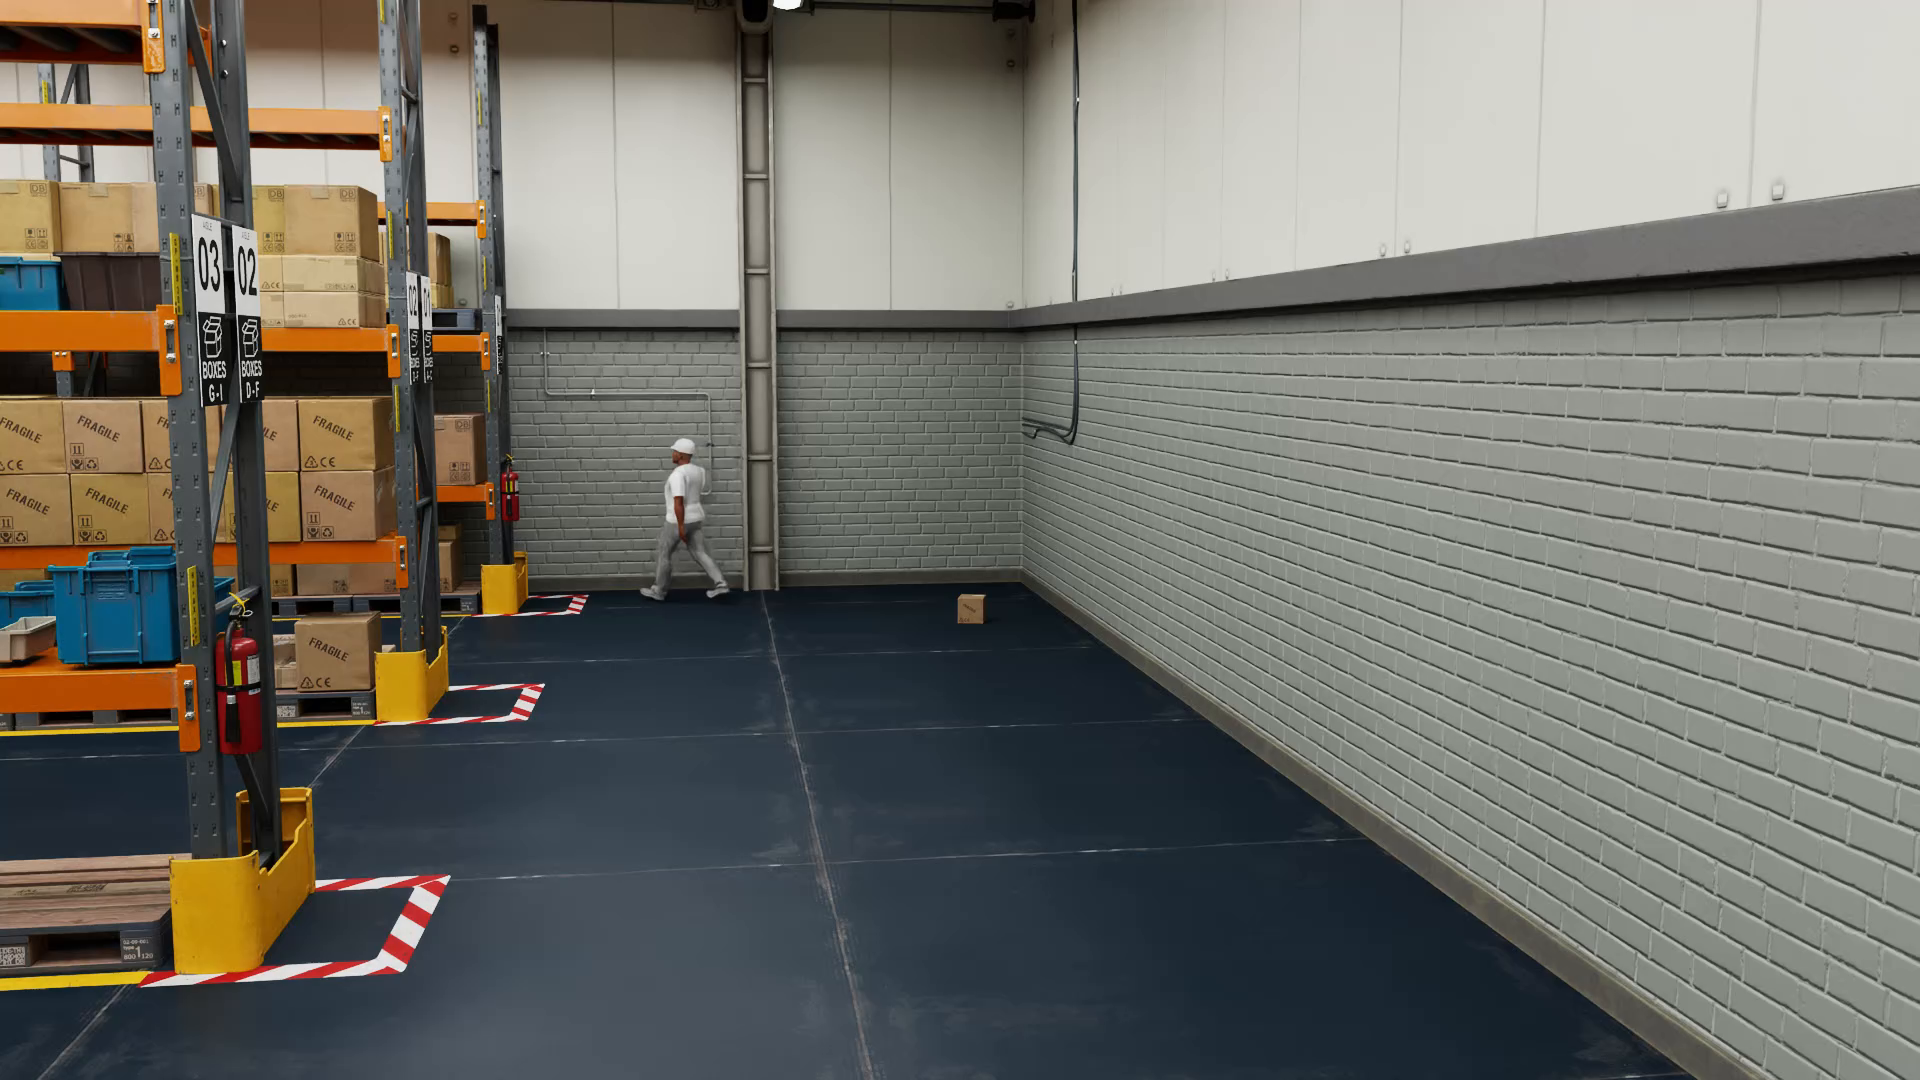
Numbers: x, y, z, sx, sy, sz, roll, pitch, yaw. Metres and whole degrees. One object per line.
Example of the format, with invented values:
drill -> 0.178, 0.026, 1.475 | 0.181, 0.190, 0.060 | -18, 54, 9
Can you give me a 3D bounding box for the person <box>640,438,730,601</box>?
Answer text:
person -> -2.904, -0.208, 17.493 | 1.068, 1.724, 0.559 | 4, 8, 32
